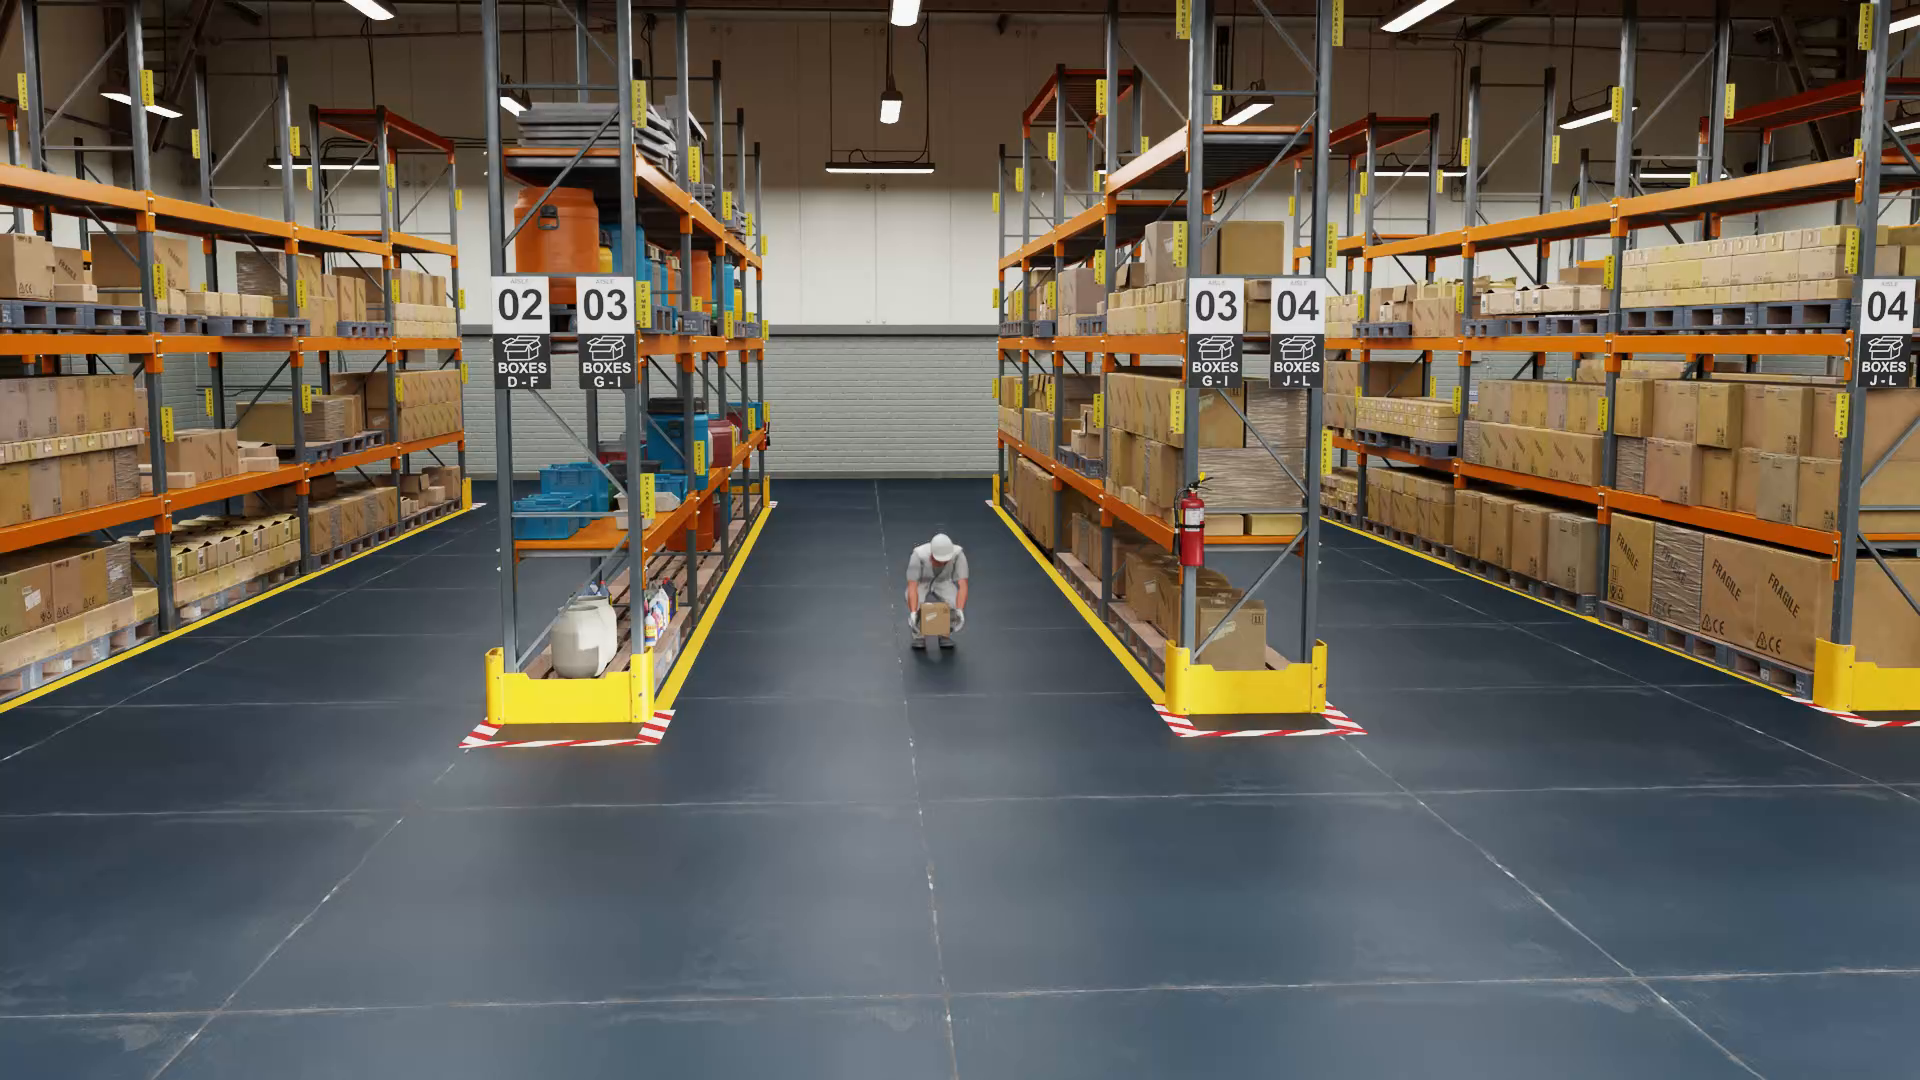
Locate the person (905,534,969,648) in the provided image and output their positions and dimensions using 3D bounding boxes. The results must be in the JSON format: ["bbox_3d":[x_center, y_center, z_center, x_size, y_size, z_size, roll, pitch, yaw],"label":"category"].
[{"bbox_3d":[-0.211,0.442,14.966,0.573,1.074,0.858,0,7,-4],"label":"person"}]
